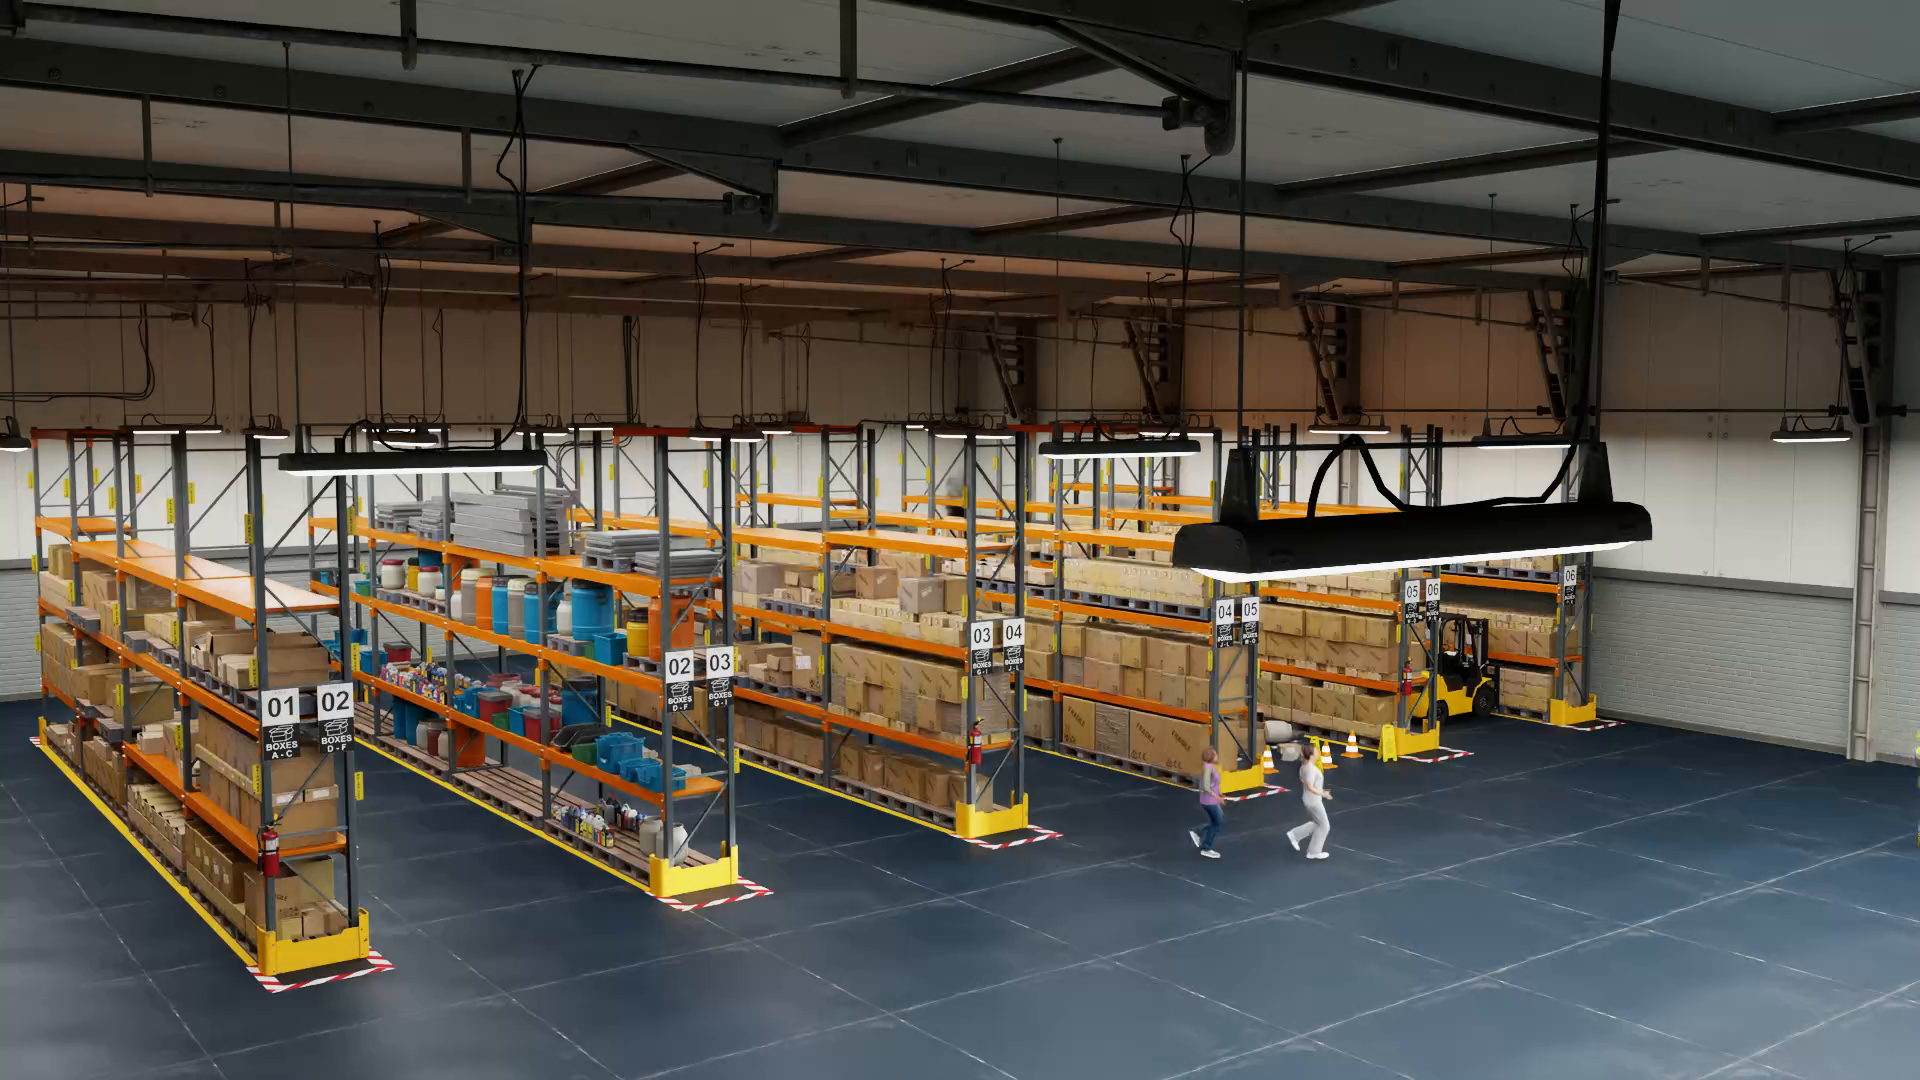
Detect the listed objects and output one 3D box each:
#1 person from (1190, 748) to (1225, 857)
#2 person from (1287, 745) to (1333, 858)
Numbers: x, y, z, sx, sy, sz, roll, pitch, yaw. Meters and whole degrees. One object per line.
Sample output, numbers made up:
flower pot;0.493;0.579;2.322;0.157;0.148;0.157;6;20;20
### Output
person;3.507;3.715;23.556;0.496;1.559;0.541;1;5;7
person;4.921;3.679;23.412;0.594;1.617;0.561;0;4;1
